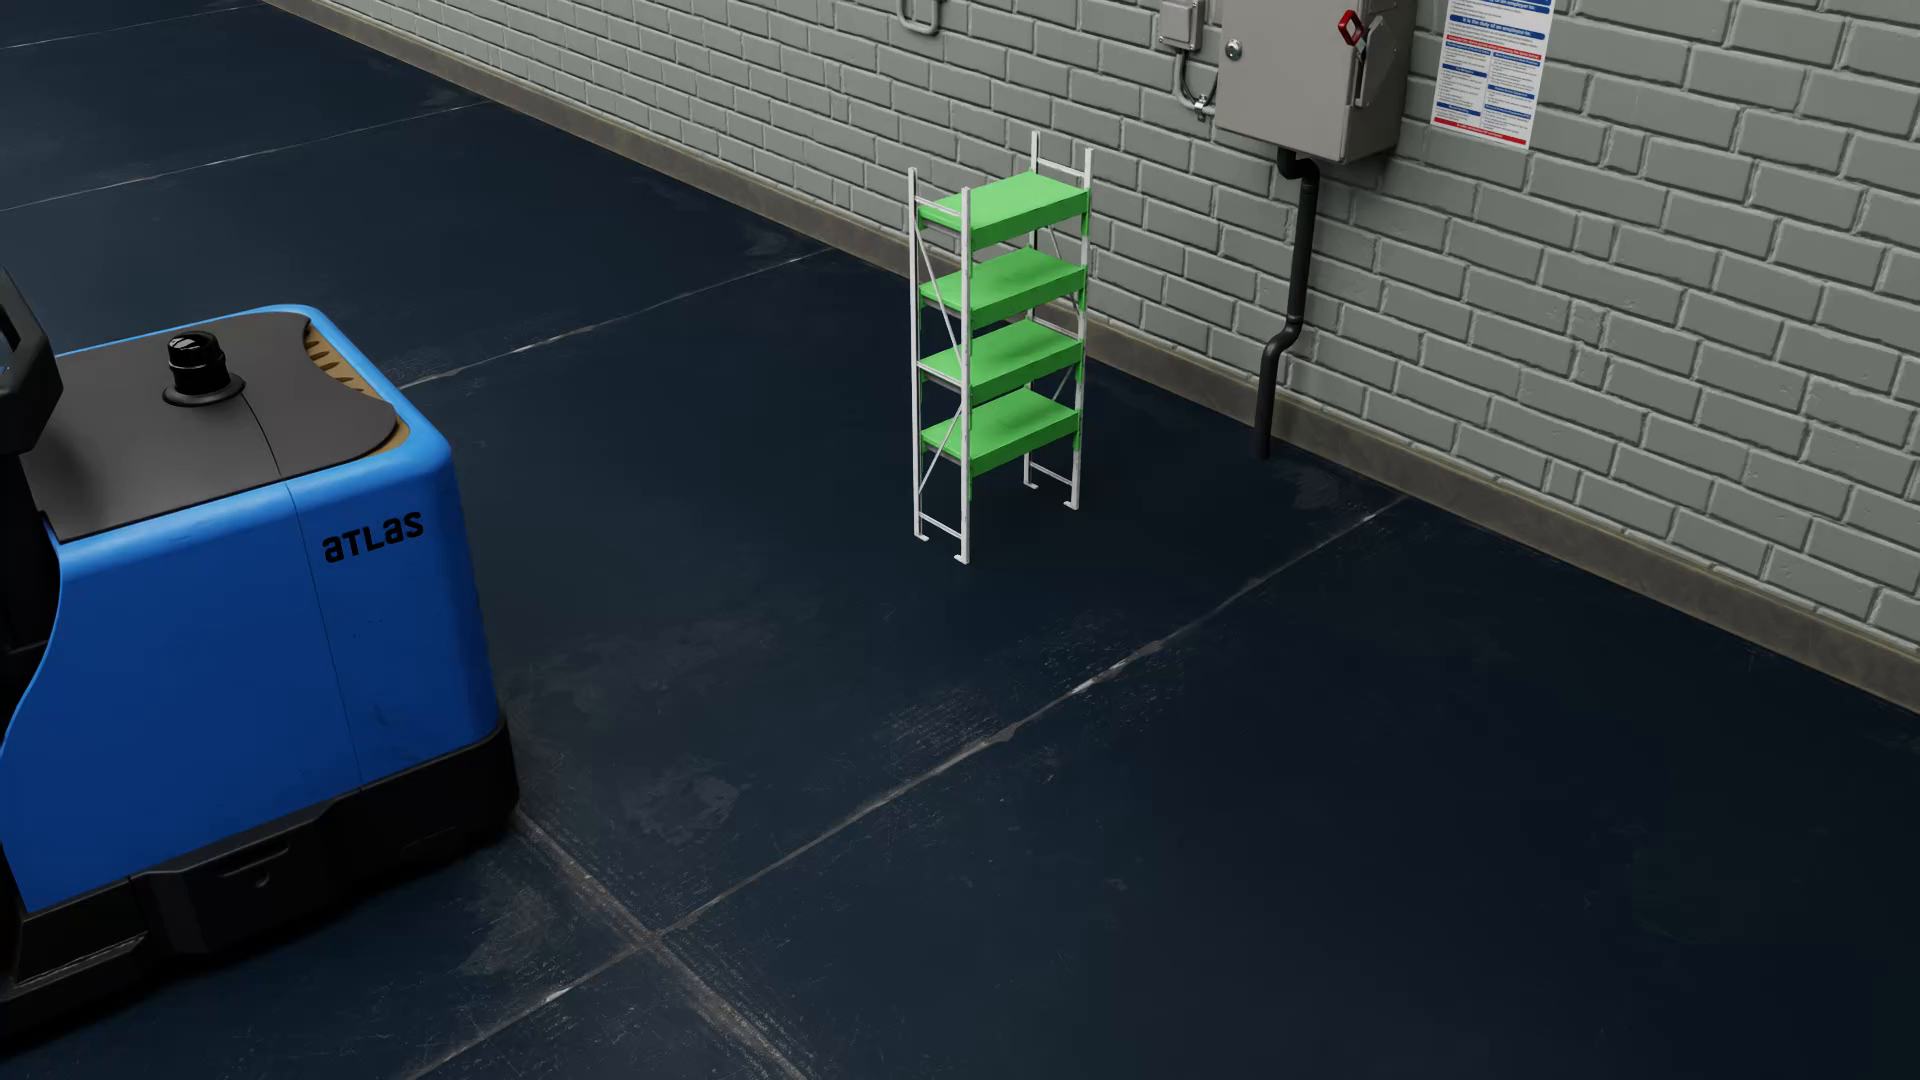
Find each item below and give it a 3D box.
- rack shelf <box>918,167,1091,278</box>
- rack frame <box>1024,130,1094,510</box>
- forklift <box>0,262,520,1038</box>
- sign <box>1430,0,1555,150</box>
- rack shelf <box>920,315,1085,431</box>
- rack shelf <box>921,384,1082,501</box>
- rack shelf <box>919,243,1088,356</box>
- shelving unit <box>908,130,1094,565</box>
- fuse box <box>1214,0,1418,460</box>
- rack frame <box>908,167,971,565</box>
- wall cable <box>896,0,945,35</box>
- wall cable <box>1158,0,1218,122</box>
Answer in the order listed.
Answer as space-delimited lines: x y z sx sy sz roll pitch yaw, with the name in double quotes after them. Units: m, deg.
0.121 -0.926 4.816 0.480 0.148 0.258 -26 40 -35 "rack shelf"
0.300 -0.657 5.175 0.015 1.200 0.240 -26 40 -35 "rack frame"
-2.572 -0.297 2.926 3.031 2.935 1.130 -21 37 -30 "forklift"
1.517 -1.392 4.742 0.001 0.494 0.329 -26 40 -35 "sign"
0.121 -0.516 5.066 0.480 0.148 0.258 -26 40 -35 "rack shelf"
0.121 -0.311 5.192 0.480 0.148 0.258 -26 40 -35 "rack shelf"
0.121 -0.721 4.941 0.480 0.148 0.258 -26 40 -35 "rack shelf"
0.121 -0.571 5.033 0.503 1.200 0.258 -26 40 -35 "shelving unit"
1.030 -0.998 5.243 0.414 1.711 0.539 -26 40 -35 "fuse box"
-0.058 -0.484 4.891 0.015 1.200 0.240 -26 40 -35 "rack frame"
-0.292 -2.850 6.032 0.123 1.953 0.585 -26 40 -35 "wall cable"
0.681 -2.298 5.160 0.122 1.984 0.588 -26 40 -35 "wall cable"
